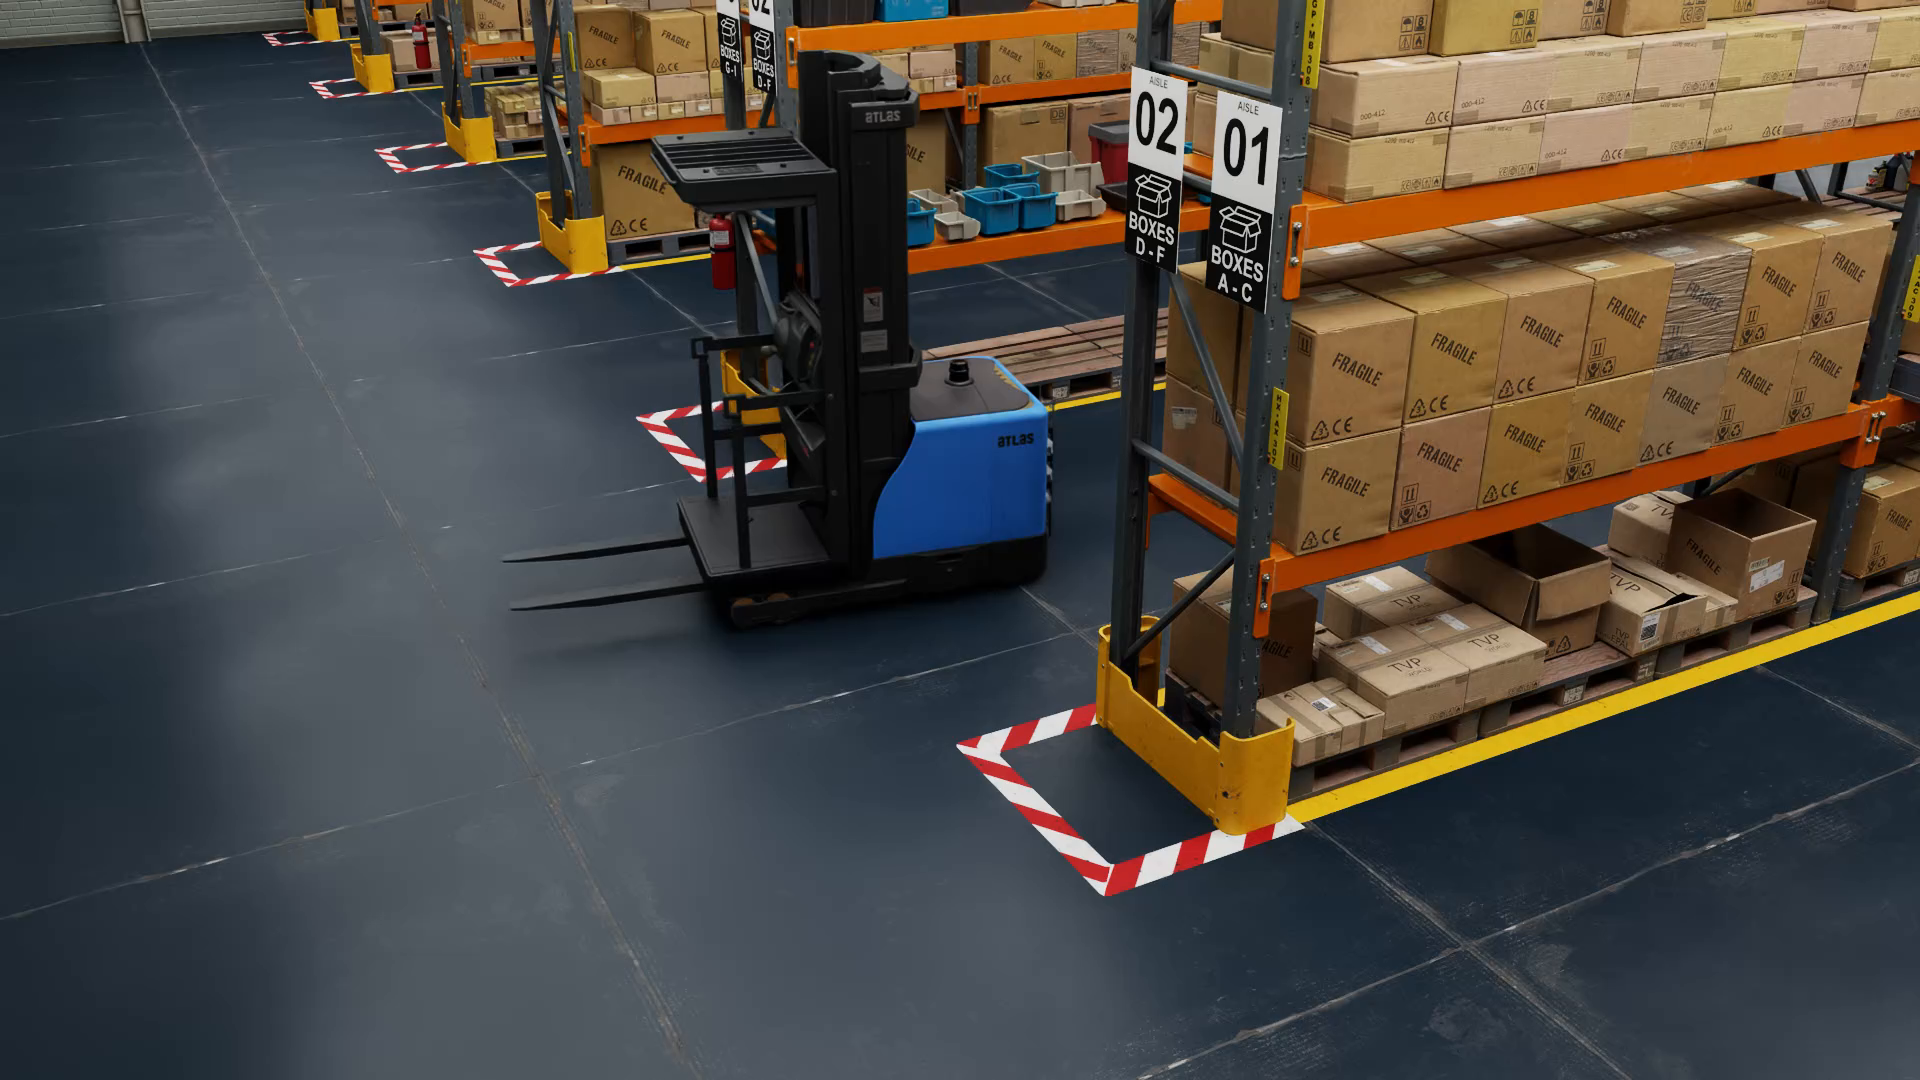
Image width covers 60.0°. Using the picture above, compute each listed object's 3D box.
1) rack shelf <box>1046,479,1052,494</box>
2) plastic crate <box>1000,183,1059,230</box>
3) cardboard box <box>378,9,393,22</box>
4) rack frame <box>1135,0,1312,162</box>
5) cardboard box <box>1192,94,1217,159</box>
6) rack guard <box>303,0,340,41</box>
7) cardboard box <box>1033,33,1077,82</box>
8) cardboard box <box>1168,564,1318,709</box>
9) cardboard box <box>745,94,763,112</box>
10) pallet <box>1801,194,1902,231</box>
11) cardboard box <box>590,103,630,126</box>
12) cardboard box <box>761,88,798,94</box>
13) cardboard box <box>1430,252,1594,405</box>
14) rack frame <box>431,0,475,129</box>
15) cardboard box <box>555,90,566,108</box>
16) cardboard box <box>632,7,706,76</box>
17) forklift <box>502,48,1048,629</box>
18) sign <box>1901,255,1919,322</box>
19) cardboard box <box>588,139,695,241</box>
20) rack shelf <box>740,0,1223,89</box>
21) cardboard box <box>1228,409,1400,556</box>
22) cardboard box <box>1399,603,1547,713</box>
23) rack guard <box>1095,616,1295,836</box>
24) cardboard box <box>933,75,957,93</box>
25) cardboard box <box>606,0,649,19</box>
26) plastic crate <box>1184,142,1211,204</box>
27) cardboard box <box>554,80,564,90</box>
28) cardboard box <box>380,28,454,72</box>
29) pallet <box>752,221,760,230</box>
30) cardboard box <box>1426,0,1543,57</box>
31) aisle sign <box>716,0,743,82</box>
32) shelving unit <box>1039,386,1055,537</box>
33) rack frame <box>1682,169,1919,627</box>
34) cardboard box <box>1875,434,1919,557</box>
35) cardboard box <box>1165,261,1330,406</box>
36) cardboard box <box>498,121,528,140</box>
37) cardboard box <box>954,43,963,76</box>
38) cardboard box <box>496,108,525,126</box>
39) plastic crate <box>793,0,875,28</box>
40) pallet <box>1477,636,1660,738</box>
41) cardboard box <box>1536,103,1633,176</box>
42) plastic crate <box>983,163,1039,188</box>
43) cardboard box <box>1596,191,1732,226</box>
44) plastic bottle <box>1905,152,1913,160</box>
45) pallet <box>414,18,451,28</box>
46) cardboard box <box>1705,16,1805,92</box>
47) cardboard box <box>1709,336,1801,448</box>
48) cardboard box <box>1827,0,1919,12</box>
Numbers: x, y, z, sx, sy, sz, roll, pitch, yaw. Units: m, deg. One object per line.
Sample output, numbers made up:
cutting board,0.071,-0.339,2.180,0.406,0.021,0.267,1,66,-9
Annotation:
rack shelf,0.424,-0.352,10.169,0.200,0.077,0.258,-8,27,-16
plastic crate,0.486,-2.360,11.765,0.300,0.233,0.416,-13,29,-25
cardboard box,-9.669,-8.790,27.842,0.250,0.149,0.380,-14,29,-27
rack frame,1.014,-2.967,5.973,0.127,3.000,1.000,-13,29,-25
cardboard box,1.343,-1.752,7.082,0.500,0.250,0.500,-13,29,-25
rack guard,-10.579,-8.615,27.556,0.348,0.500,1.175,-13,29,-25
cardboard box,0.852,-5.007,17.038,0.500,0.500,0.500,-13,29,-25
cardboard box,1.378,0.461,8.144,0.500,0.500,0.500,-13,29,-25
cardboard box,-2.042,-4.142,15.643,0.250,0.149,0.380,-13,29,-26
pallet,8.600,-3.167,16.543,1.213,0.211,1.003,-13,29,-25
cardboard box,-3.176,-3.879,15.095,0.250,0.149,0.380,-13,28,-25
cardboard box,-1.735,-4.425,15.771,0.500,0.250,0.500,-14,29,-26
cardboard box,2.431,-0.957,7.448,0.500,0.500,0.500,-13,28,-24
rack frame,-5.889,-5.961,19.141,0.127,3.000,1.000,-13,29,-25
cardboard box,-4.797,-5.215,19.708,0.250,0.149,0.380,-13,29,-25
cardboard box,-2.652,-4.547,15.160,0.500,0.500,0.500,-14,29,-26
forklift,-1.068,-1.088,9.070,3.031,2.935,1.130,-8,27,-16
sign,4.806,-1.261,8.353,0.005,0.325,0.100,-13,29,-25
cardboard box,-3.117,-3.439,15.857,0.875,0.875,0.875,-13,29,-25
rack shelf,0.451,-3.590,11.568,4.000,0.370,1.077,-13,29,-25
cardboard box,1.530,-0.297,7.228,0.500,0.500,0.500,-12,28,-24
cardboard box,2.510,0.573,8.201,0.500,0.250,0.500,-13,29,-25
rack guard,1.081,0.849,7.845,0.348,0.500,1.175,-13,29,-25
cardboard box,-0.230,-4.561,16.514,0.250,0.149,0.380,-13,28,-25
cardboard box,-4.017,-6.446,19.692,0.500,0.500,0.500,-14,29,-26
plastic crate,1.965,-2.764,12.431,0.575,0.384,0.392,-13,29,-25
cardboard box,-4.865,-5.497,20.296,0.250,0.149,0.380,-14,29,-27
cardboard box,-7.772,-7.038,23.859,0.875,0.438,0.875,-14,29,-27
pallet,-1.900,-3.229,16.672,1.213,0.211,1.003,-13,29,-25
cardboard box,1.941,-2.291,6.760,0.500,0.500,0.700,-13,29,-25
aisle sign,-1.515,-3.424,10.853,0.004,0.787,0.394,-13,29,-25
shelving unit,0.424,-0.463,10.115,0.210,0.900,0.258,-8,27,-16
rack frame,4.544,-1.077,8.968,0.127,3.000,1.000,-13,29,-25
cardboard box,5.551,-0.267,9.661,0.500,0.500,0.500,-13,28,-24
cardboard box,1.277,-0.954,7.441,0.500,0.500,0.500,-13,29,-26
cardboard box,-5.276,-4.850,19.635,0.250,0.149,0.380,-12,28,-24
cardboard box,0.170,-5.106,17.244,0.500,0.500,0.500,-13,29,-25
cardboard box,-5.306,-5.008,19.621,0.250,0.149,0.380,-12,28,-23
plastic crate,-0.843,-3.420,10.534,0.590,0.269,0.497,-13,29,-25
pallet,2.859,0.570,8.760,1.213,0.211,1.003,-13,29,-25
cardboard box,2.475,-1.754,7.086,0.500,0.250,0.500,-13,29,-25
plastic crate,0.378,-2.622,12.312,0.300,0.233,0.416,-13,29,-25
cardboard box,3.540,-1.479,8.535,0.500,0.500,0.500,-14,29,-27
plastic bottle,9.877,-3.883,17.366,0.185,0.351,0.144,-15,29,-28
pallet,-8.801,-8.894,28.471,1.213,0.211,1.003,-13,29,-25
cardboard box,3.357,-2.183,7.401,0.500,0.250,0.500,-13,29,-25
cardboard box,3.769,-0.817,8.311,0.500,0.500,0.500,-12,28,-24
cardboard box,4.132,-2.811,7.844,0.500,0.500,0.700,-13,29,-25
